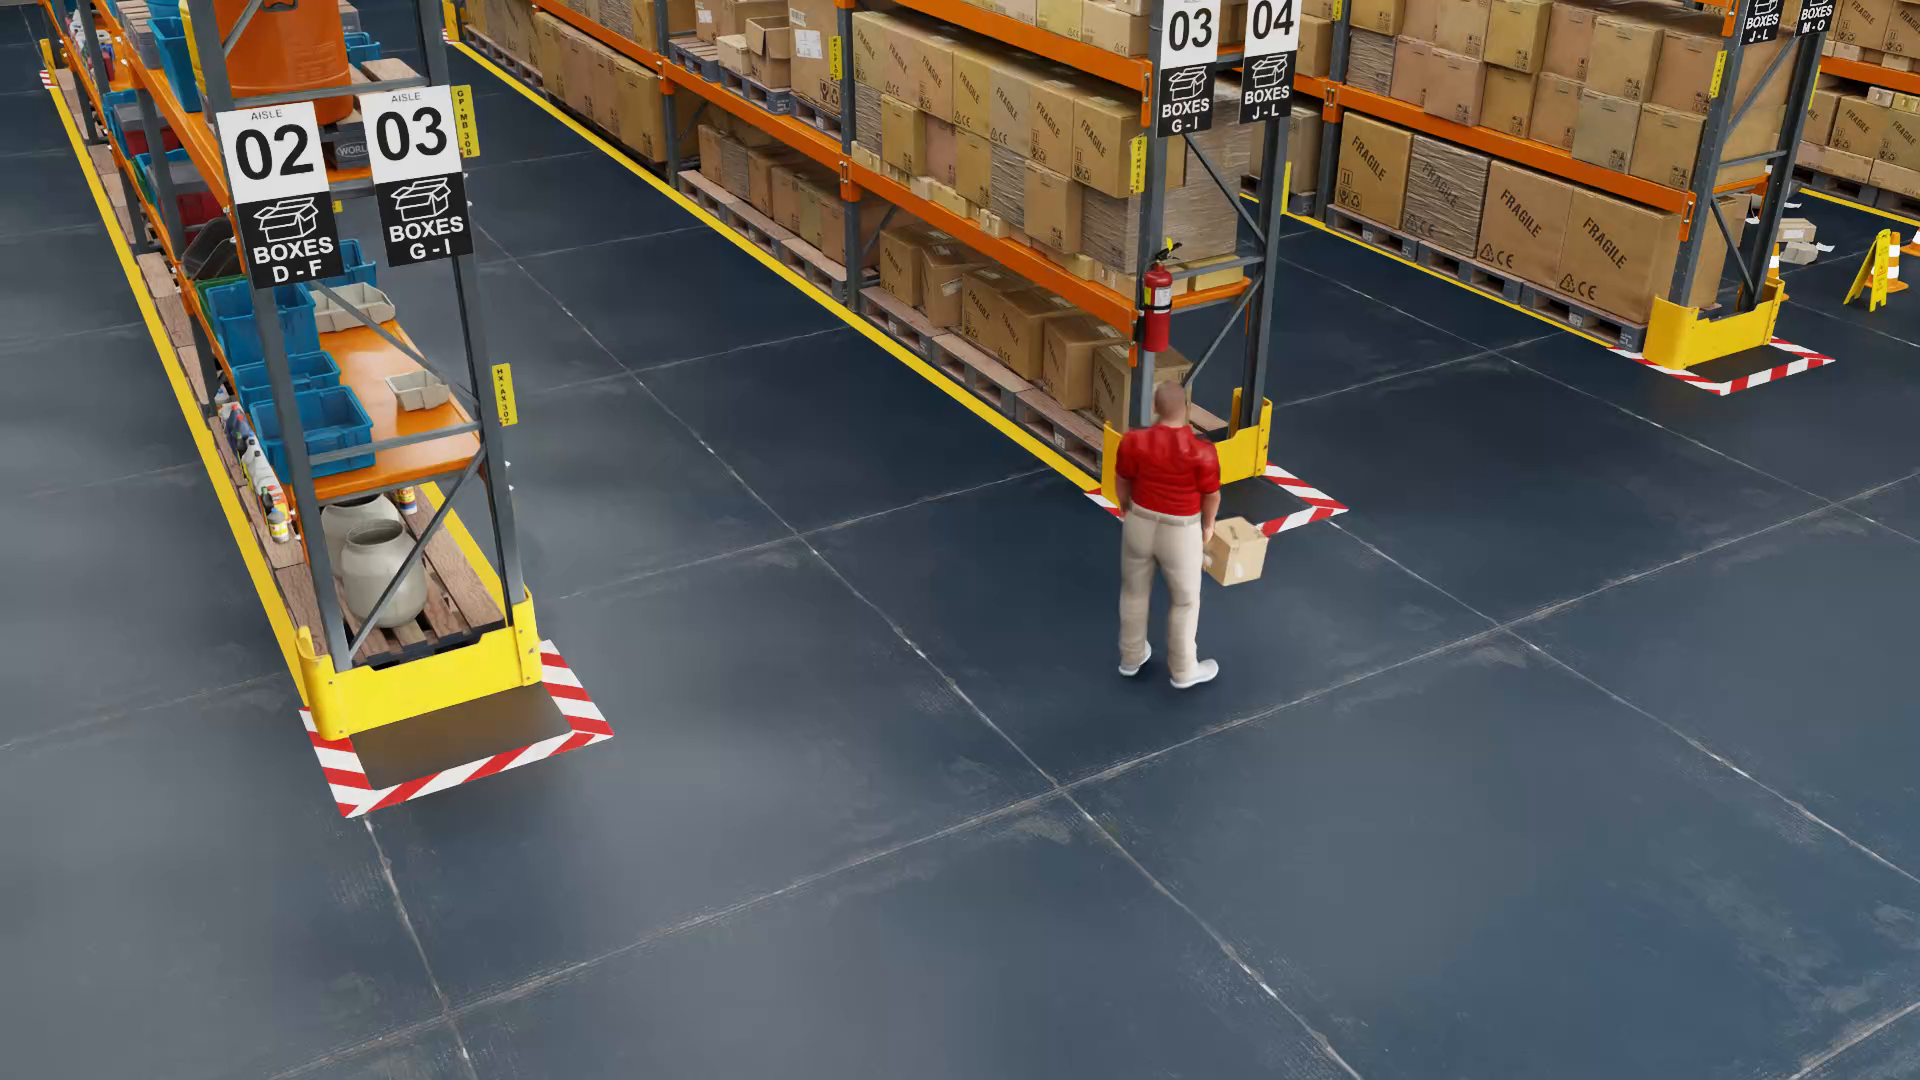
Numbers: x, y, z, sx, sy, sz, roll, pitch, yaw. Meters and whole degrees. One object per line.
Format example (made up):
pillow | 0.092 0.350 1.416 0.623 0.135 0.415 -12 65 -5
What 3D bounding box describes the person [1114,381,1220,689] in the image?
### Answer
person | 1.079 -0.036 8.611 0.596 1.740 0.400 11 31 19
